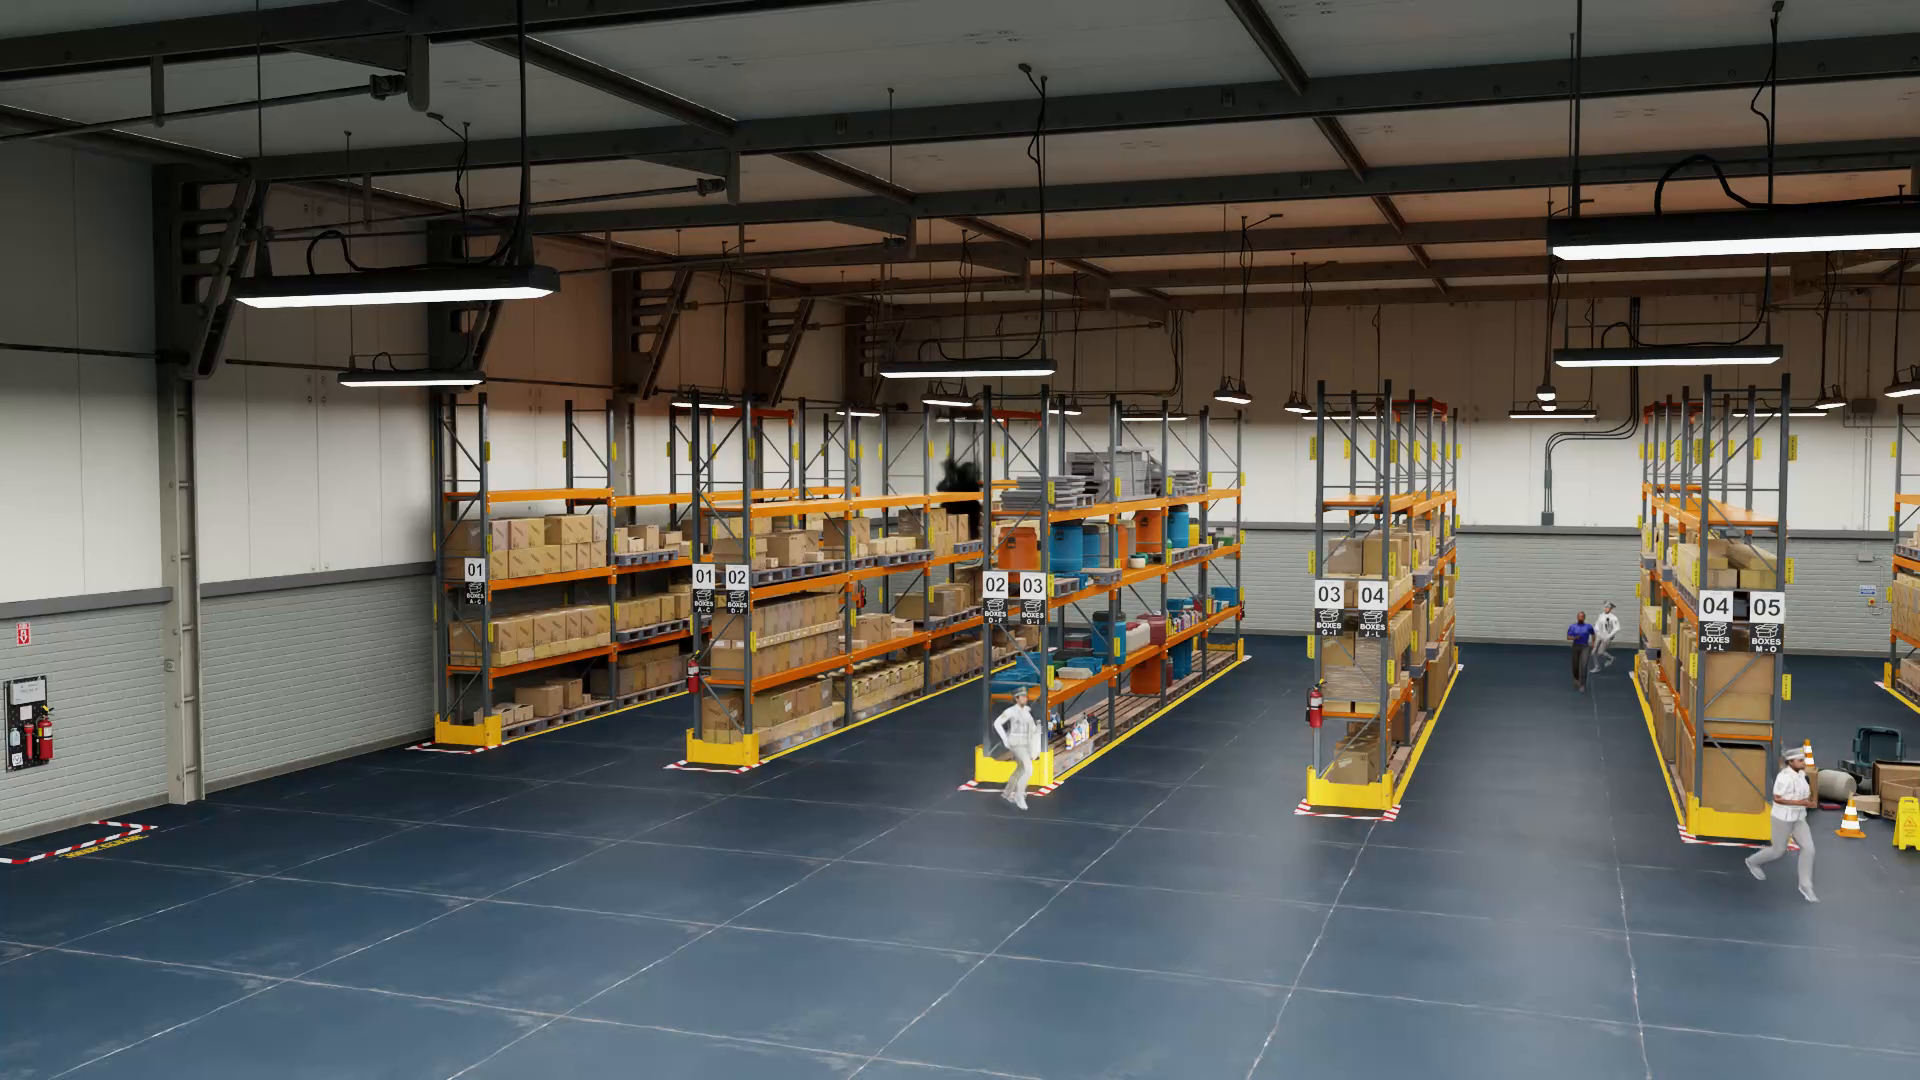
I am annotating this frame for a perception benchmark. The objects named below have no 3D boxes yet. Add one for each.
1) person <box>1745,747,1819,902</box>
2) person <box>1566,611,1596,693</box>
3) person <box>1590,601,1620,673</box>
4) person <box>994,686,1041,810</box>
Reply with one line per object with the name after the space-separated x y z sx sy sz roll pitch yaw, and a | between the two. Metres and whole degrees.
9.339 3.182 18.832 0.593 1.743 0.910 -2 3 -27 | person
12.944 2.308 34.671 0.575 1.645 0.938 1 3 23 | person
14.612 2.202 37.605 0.521 1.650 0.666 -2 3 -27 | person
0.860 2.917 23.352 0.690 1.733 0.581 2 4 38 | person
